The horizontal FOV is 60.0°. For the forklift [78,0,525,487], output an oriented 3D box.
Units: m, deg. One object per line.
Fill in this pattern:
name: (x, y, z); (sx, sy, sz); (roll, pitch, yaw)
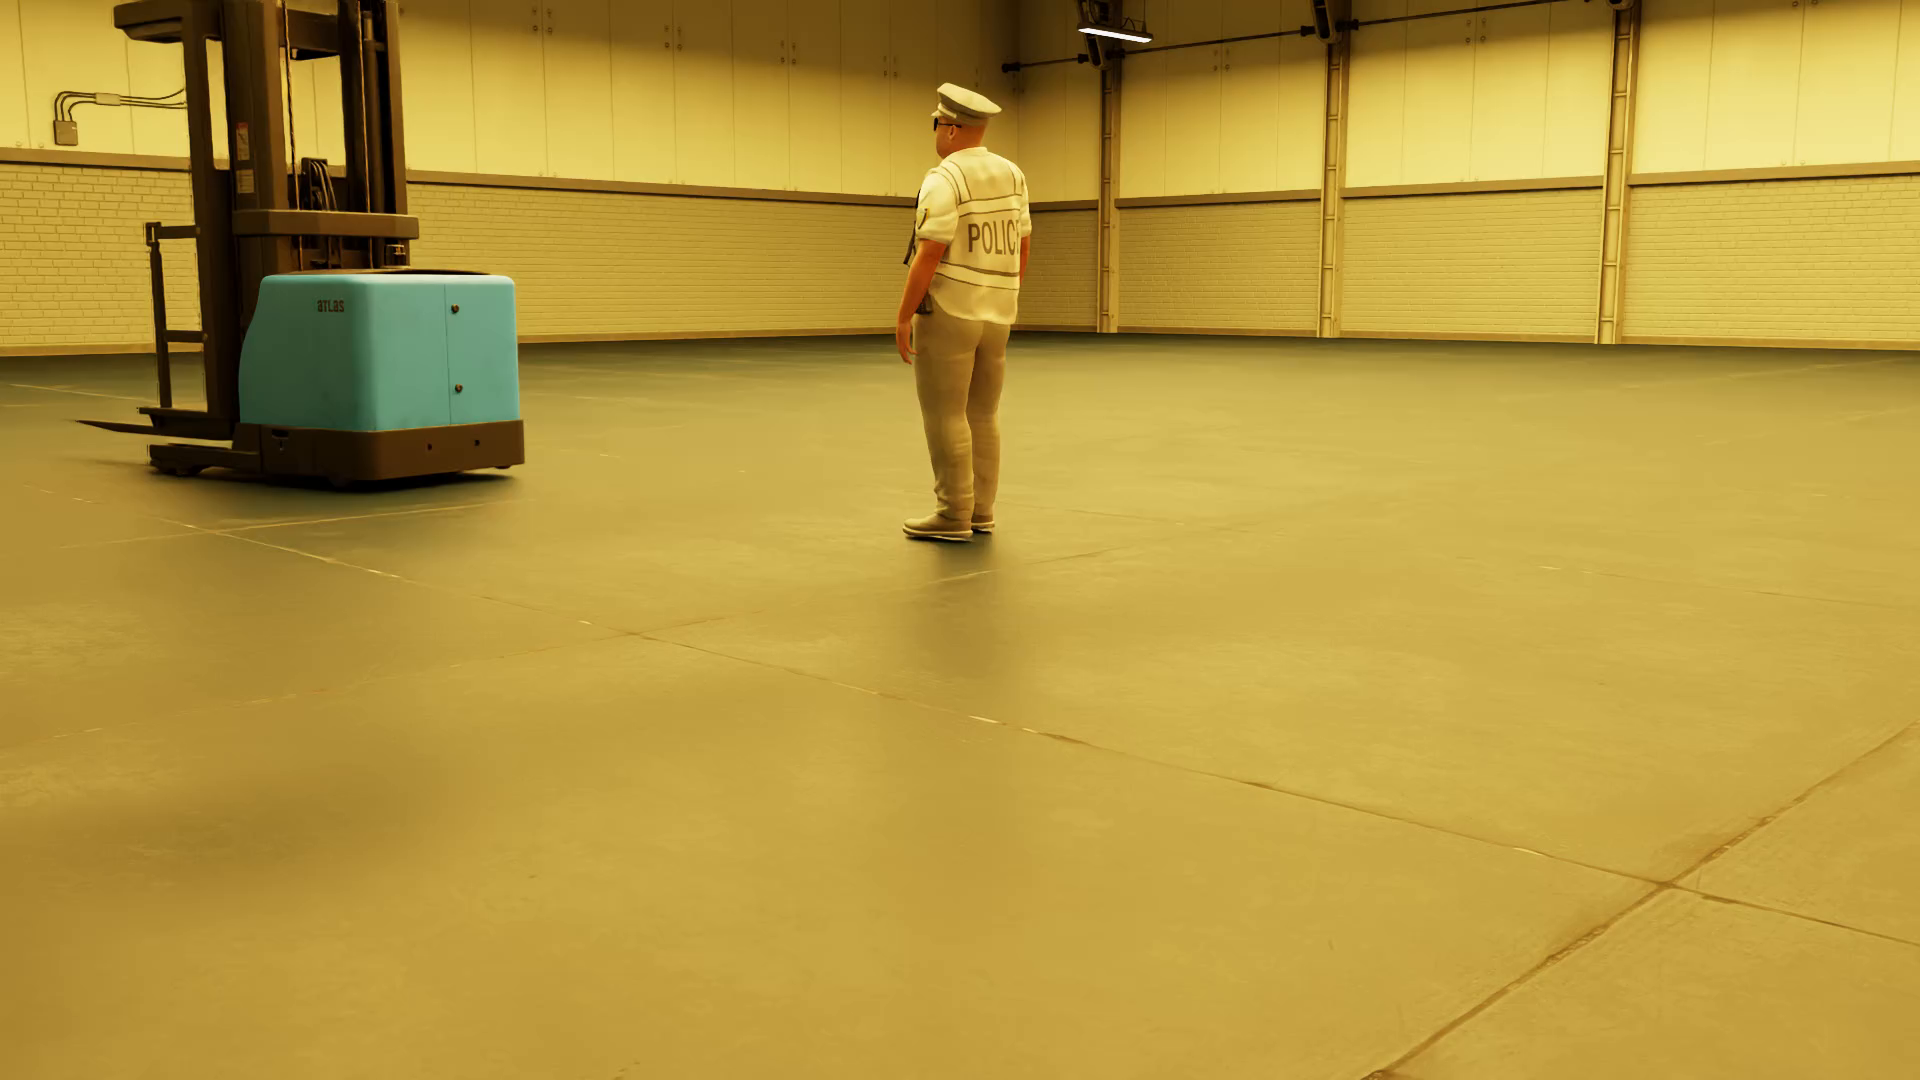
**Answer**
forklift: (-3.852, -1.857, 9.206); (3.031, 2.935, 1.130); (6, 10, 34)

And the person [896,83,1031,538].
person: (-0.047, -0.897, 6.645); (0.575, 1.781, 0.640); (8, 12, 43)
